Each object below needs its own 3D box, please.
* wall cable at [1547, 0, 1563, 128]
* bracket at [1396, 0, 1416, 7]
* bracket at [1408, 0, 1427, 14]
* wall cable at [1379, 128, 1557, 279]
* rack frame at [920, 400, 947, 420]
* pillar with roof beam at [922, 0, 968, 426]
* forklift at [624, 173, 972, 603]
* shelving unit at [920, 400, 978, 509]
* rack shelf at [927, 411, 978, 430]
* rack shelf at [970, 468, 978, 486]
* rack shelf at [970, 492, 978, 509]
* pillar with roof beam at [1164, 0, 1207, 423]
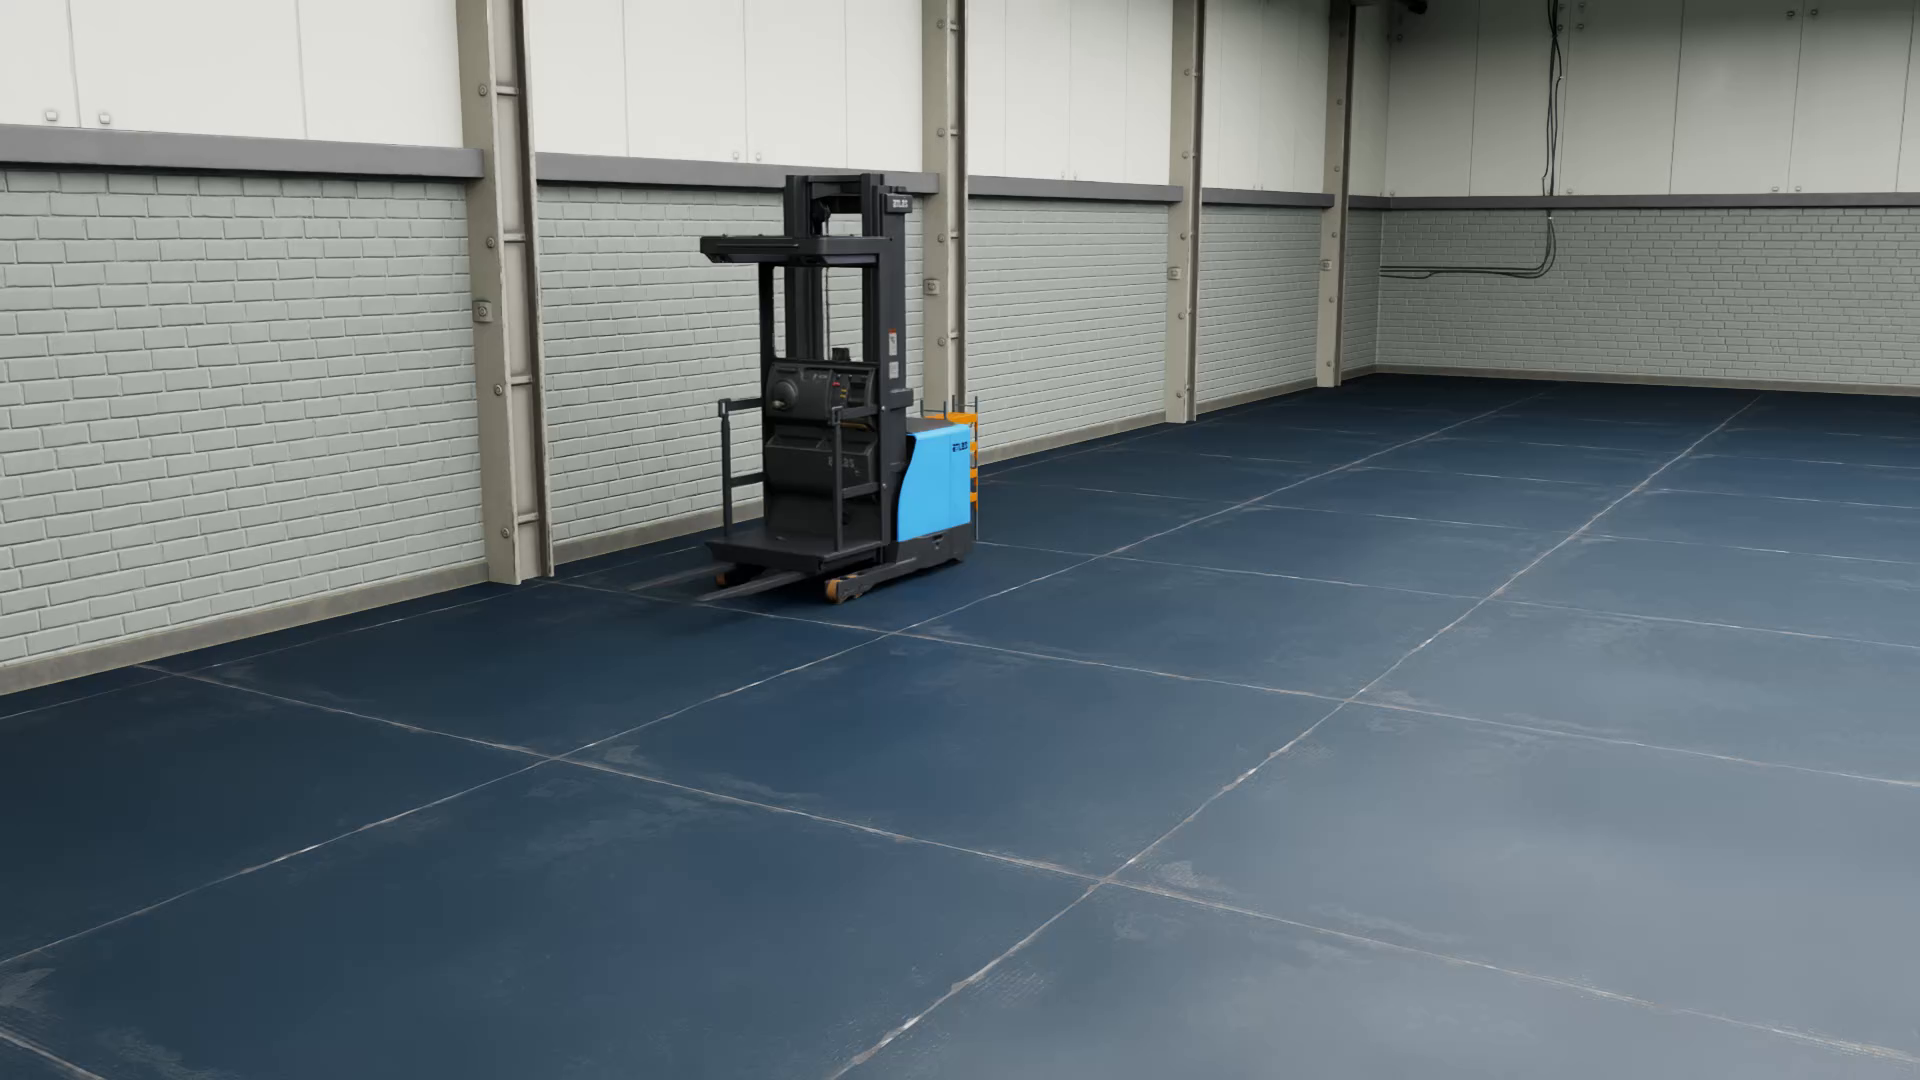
[{"bbox_3d":[11.051,-8.007,26.895,3.097,2.526,0.112,6,12,31],"label":"wall cable"},{"bbox_3d":[7.522,-9.052,27.986,0.076,0.066,3.189,6,12,31],"label":"bracket"},{"bbox_3d":[7.829,-9.145,28.482,0.235,0.232,0.430,6,12,31],"label":"bracket"},{"bbox_3d":[8.739,-5.783,28.740,3.097,2.526,0.112,6,12,31],"label":"wall cable"},{"bbox_3d":[-0.213,-0.525,13.414,0.240,1.200,0.015,6,12,31],"label":"rack frame"},{"bbox_3d":[3.529,-4.673,14.377,9.100,9.000,0.400,6,12,31],"label":"pillar with roof beam"},{"bbox_3d":[-1.119,-1.102,11.788,1.130,2.935,3.031,7,12,32],"label":"forklift"},{"bbox_3d":[-0.089,-0.563,13.614,0.258,1.200,0.492,6,12,31],"label":"shelving unit"},{"bbox_3d":[-0.086,-0.950,13.547,0.258,0.148,0.480,6,12,31],"label":"rack shelf"},{"bbox_3d":[-0.086,-0.498,13.632,0.258,0.148,0.480,6,12,31],"label":"rack shelf"},{"bbox_3d":[-0.086,-0.302,13.668,0.258,0.148,0.480,6,12,31],"label":"rack shelf"},{"bbox_3d":[6.644,-5.617,19.417,9.100,9.000,0.400,6,12,31],"label":"pillar with roof beam"}]
